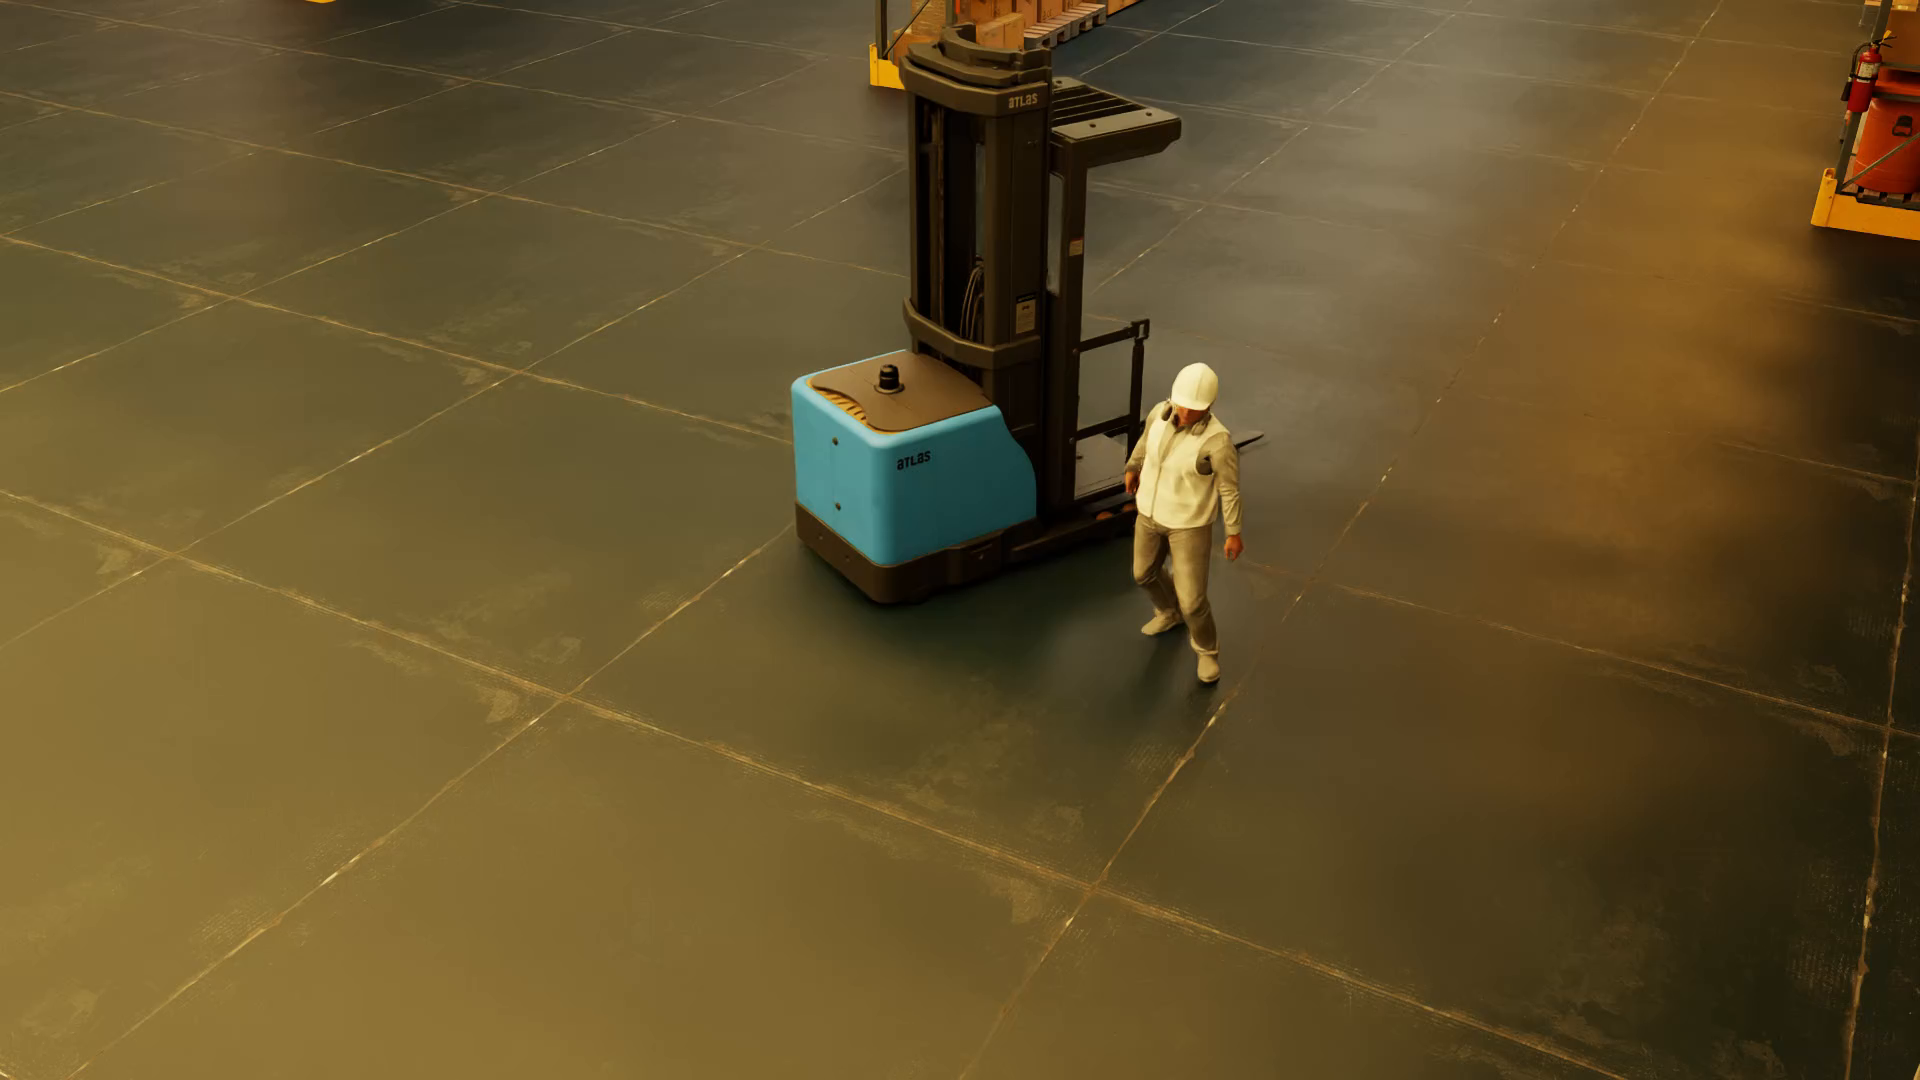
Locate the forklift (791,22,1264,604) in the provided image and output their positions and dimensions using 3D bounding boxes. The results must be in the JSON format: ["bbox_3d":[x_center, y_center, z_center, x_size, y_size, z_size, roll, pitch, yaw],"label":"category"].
[{"bbox_3d":[0.528,-1.473,9.623,3.031,2.935,1.130,-19,35,-29],"label":"forklift"}]

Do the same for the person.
[{"bbox_3d":[1.131,-0.160,8.618,0.479,1.752,0.845,-22,37,-33],"label":"person"}]
